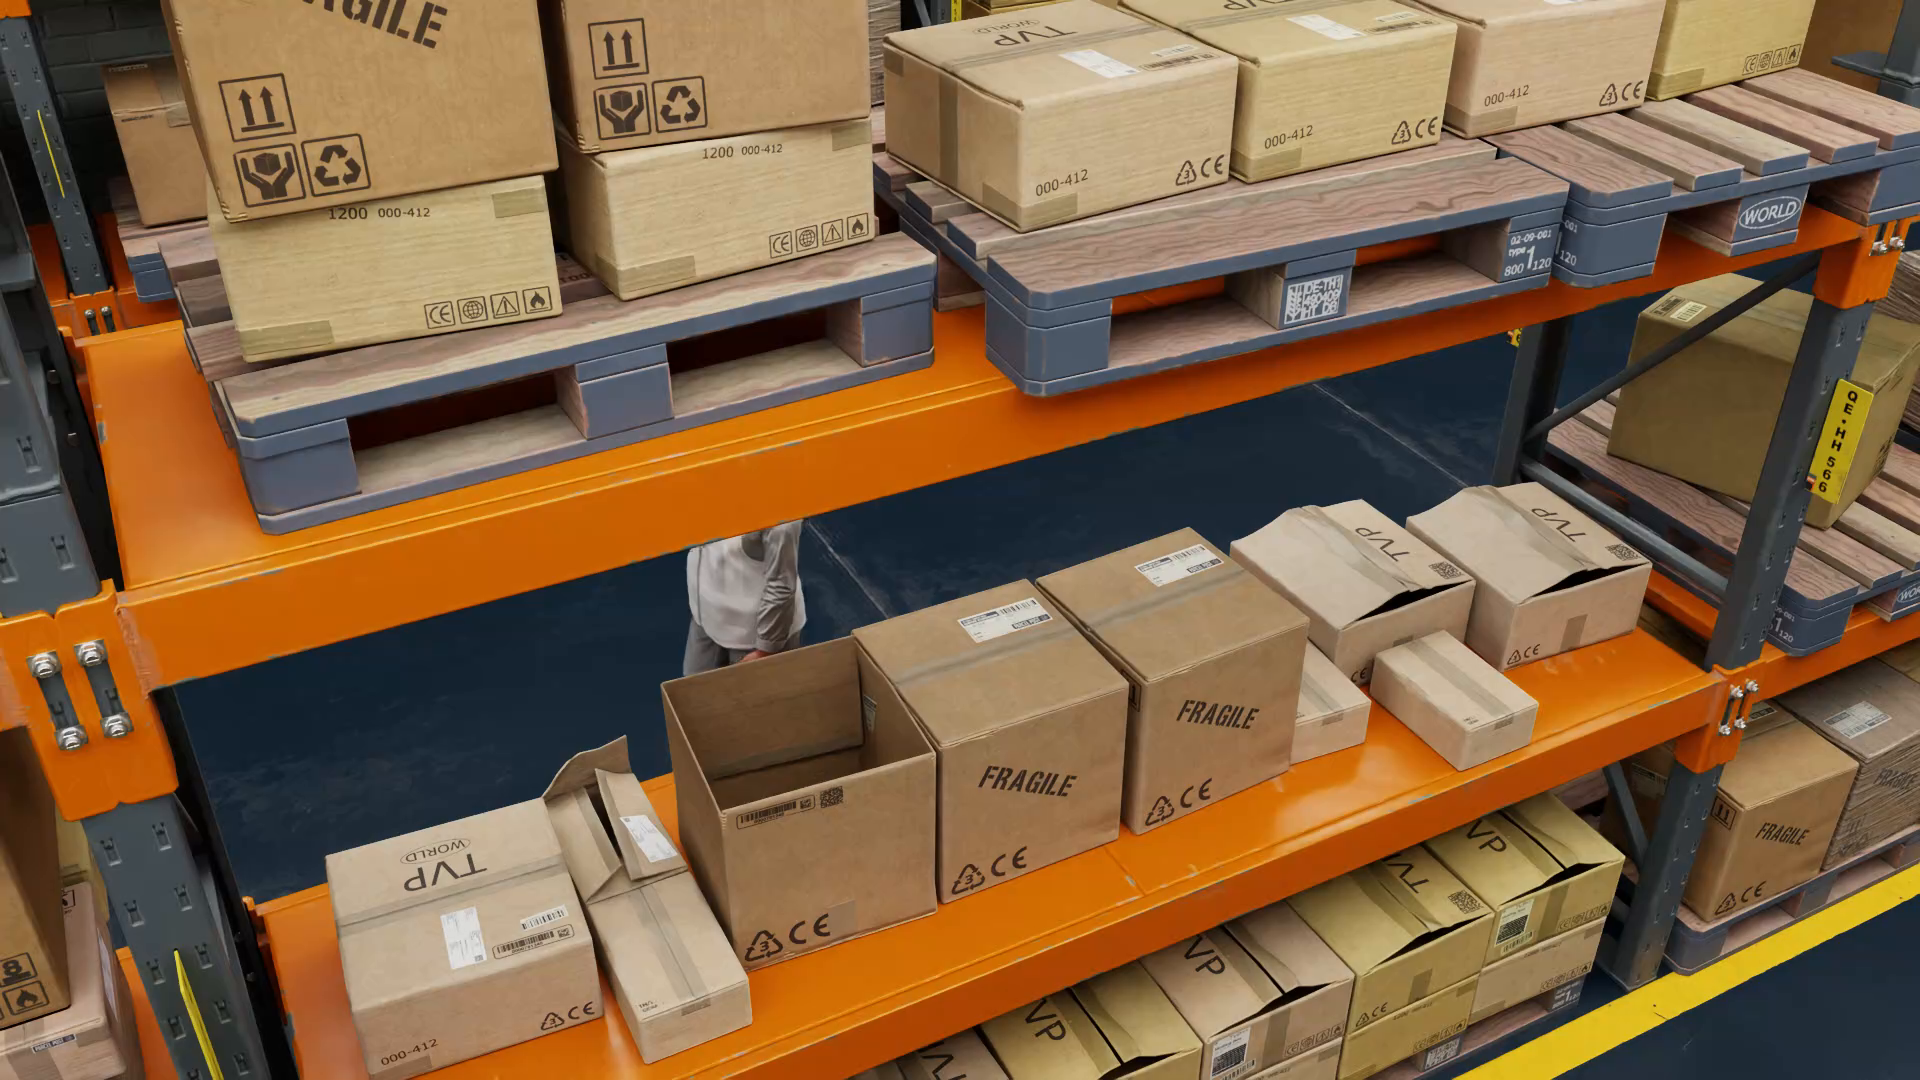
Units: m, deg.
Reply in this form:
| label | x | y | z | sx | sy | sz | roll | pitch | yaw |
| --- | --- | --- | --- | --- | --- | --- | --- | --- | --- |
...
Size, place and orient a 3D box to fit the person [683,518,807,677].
| label | x | y | z | sx | sy | sz | roll | pitch | yaw |
| --- | --- | --- | --- | --- | --- | --- | --- | --- | --- |
| person | -0.758 | 0.275 | 5.692 | 0.826 | 1.748 | 0.550 | -21 | 38 | -29 |
